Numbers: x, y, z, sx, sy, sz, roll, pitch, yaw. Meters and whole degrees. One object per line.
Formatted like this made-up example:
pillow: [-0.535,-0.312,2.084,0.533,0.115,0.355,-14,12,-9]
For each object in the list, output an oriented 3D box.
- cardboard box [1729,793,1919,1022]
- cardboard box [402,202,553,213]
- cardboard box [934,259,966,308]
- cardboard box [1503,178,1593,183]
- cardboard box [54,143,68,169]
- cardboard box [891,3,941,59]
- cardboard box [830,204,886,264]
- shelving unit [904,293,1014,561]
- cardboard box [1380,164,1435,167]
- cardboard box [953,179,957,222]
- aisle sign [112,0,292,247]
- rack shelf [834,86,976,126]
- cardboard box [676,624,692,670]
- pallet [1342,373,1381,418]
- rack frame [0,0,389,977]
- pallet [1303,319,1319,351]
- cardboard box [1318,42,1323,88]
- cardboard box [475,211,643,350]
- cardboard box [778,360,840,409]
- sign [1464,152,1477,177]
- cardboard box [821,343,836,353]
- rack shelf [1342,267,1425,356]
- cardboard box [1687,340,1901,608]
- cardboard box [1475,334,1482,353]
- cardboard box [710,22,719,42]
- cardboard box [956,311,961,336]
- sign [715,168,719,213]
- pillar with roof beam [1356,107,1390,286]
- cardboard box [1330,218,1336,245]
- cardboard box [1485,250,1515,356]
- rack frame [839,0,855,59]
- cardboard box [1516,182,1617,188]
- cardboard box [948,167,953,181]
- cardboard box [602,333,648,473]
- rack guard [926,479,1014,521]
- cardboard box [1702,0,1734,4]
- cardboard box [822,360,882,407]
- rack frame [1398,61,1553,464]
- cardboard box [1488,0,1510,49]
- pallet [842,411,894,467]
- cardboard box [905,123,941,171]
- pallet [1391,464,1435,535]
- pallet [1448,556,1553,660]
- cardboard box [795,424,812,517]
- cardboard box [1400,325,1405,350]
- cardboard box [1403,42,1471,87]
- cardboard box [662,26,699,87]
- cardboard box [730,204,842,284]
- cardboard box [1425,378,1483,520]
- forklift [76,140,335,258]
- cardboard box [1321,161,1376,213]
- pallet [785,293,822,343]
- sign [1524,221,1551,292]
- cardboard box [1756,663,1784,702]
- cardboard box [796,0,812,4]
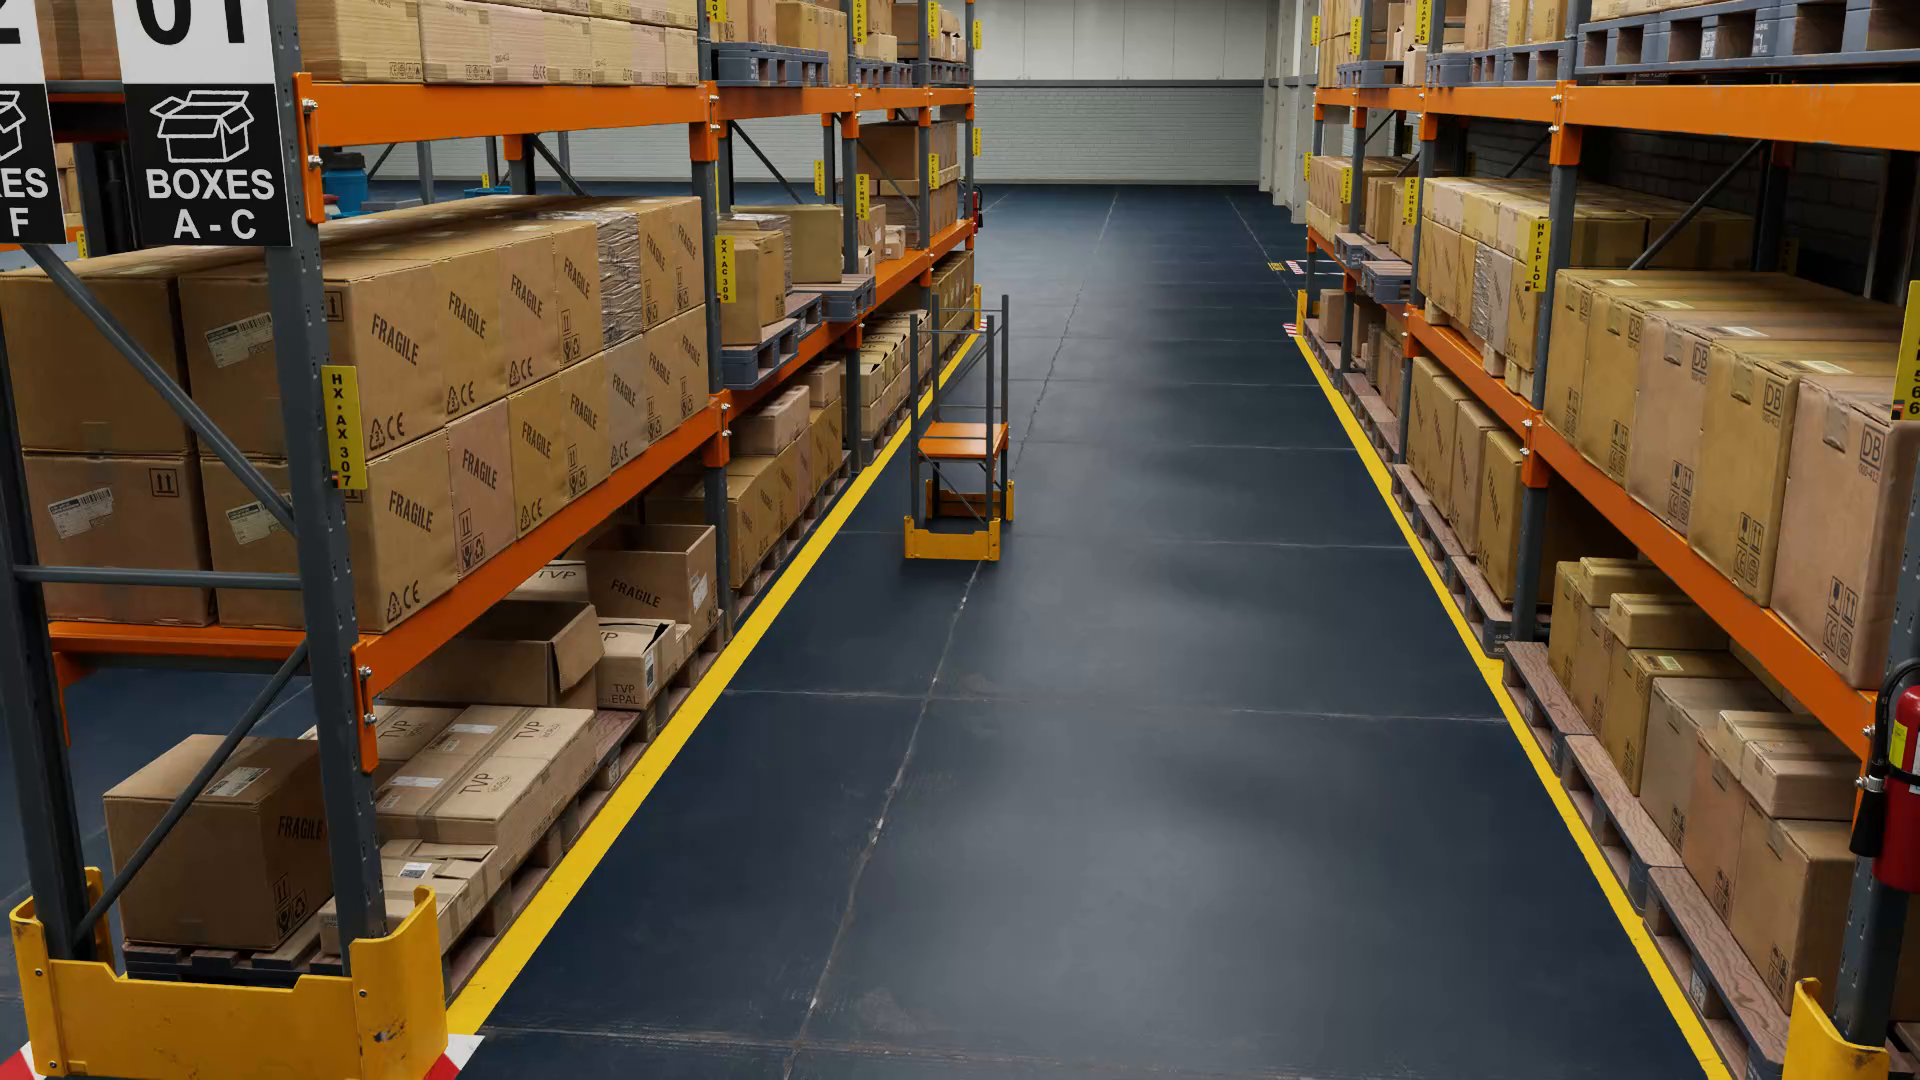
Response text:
cardboard box: [2.754,1.075,4.925,0.700,0.500,0.500,2,15,6]
cardboard box: [-2.087,-1.210,7.285,0.500,0.500,0.500,1,15,5]
cardboard box: [-0.206,-2.869,18.553,0.500,0.500,0.500,2,15,6]
cardboard box: [3.884,-2.258,11.029,0.500,0.250,0.500,2,15,8]
cardboard box: [-10.221,-4.338,18.281,0.500,0.500,0.500,2,15,6]
cardboard box: [-0.475,-4.891,15.994,0.500,0.500,0.500,3,15,11]
cardboard box: [-0.956,-2.715,14.765,0.500,0.500,0.500,3,15,10]
shelving unit: [0.009,-0.744,10.539,0.587,1.500,1.083,2,15,6]
cardboard box: [4.513,-3.535,16.802,0.500,0.500,0.500,2,15,8]
cardboard box: [-0.408,-3.967,19.395,0.700,0.500,0.500,2,15,6]
aisle sign: [-1.864,-1.118,4.071,0.394,0.787,0.004,2,15,6]
rack shelf: [-0.568,-4.621,17.638,1.077,0.370,4.000,2,15,6]
cardboard box: [-1.462,0.492,7.715,0.380,0.149,0.250,2,15,6]
pallet: [4.042,-1.309,15.099,1.003,0.211,1.213,2,15,6]
rack frame: [-2.148,0.110,4.508,1.000,3.000,0.127,2,15,6]
pallet: [4.444,-2.319,18.834,1.003,0.211,1.213,2,15,6]
cardboard box: [4.294,-5.321,18.618,0.500,0.500,0.500,2,15,8]
cardboard box: [-1.609,-1.056,6.713,0.500,0.500,0.500,2,15,7]
cardboard box: [-1.120,-1.068,11.375,0.500,0.250,0.500,2,15,8]
sign: [4.680,-3.401,15.274,0.100,0.325,0.005,2,15,6]
cardboard box: [-1.319,-1.520,13.924,0.500,0.311,0.500,2,15,6]
rack shelf: [3.903,-1.991,13.657,1.077,0.370,4.000,2,15,6]
cardboard box: [2.893,-0.211,5.122,0.980,0.700,0.700,2,15,6]
cardboard box: [3.211,-1.163,9.661,0.380,0.149,0.250,2,15,8]
cardboard box: [-1.567,-2.803,8.347,0.600,0.600,0.600,0,15,1]
cardboard box: [-0.267,-2.378,18.172,0.500,0.250,0.500,2,15,6]
sign: [-1.797,-2.539,12.087,0.100,0.325,0.005,2,15,6]
pillar with roof beam: [1.760,-8.266,23.994,9.100,9.000,0.400,2,15,6]
cardboard box: [3.945,-3.055,16.463,0.500,0.250,0.500,2,15,7]
cardboard box: [3.075,-1.244,8.715,0.500,0.500,0.500,2,15,7]
rack frame: [-1.245,-4.861,11.398,1.000,3.000,0.127,2,15,6]
cardboard box: [3.822,-2.124,10.533,0.500,0.250,0.500,1,15,4]
cardboard box: [-0.284,-4.097,18.632,0.380,0.149,0.250,2,15,7]
cardboard box: [-1.611,-0.571,6.836,0.500,0.500,0.500,2,15,8]
rack guard: [0.065,-0.270,11.180,0.587,0.250,0.087,2,15,6]
cardboard box: [2.705,-1.839,5.262,0.500,0.250,0.500,1,15,5]
cardboard box: [-0.894,-1.238,12.882,0.500,0.311,0.500,2,15,8]
rack frame: [3.677,-1.820,11.645,1.000,3.000,0.127,2,15,6]
cardboard box: [3.672,-3.262,10.198,0.700,0.500,0.500,1,15,3]
pallet: [-1.114,-0.831,13.330,1.003,0.211,1.213,2,15,6]
cardboard box: [-0.580,-4.182,17.706,0.700,0.500,0.500,2,15,6]
pallet: [3.513,-0.271,11.261,1.003,0.211,1.213,2,15,6]
pallet: [3.238,0.362,8.921,1.003,0.211,1.213,2,15,6]
cardboard box: [-1.229,-0.450,10.527,0.500,0.500,0.500,1,15,4]
cardboard box: [3.886,-1.655,13.546,0.500,0.250,0.500,2,15,6]
cardboard box: [3.490,-3.429,11.983,0.500,0.311,0.500,2,15,6]
cardboard box: [-1.487,-2.169,7.477,0.500,0.250,0.500,2,15,6]
cardboard box: [-1.204,-2.049,11.497,0.700,0.500,0.500,-3,16,-13]
cardboard box: [3.359,-0.571,10.340,0.750,0.750,0.750,2,15,6]
forklift: [-4.131,-1.185,9.430,1.130,2.935,3.031,-1,15,-4]
cardboard box: [4.051,-3.683,17.348,0.500,0.500,0.500,2,15,8]
pallet: [-1.460,-1.367,10.340,1.003,0.211,1.213,2,15,6]
sign: [2.685,-1.316,7.717,0.100,0.325,0.005,2,15,6]
cardboard box: [3.080,0.471,5.915,0.380,0.149,0.250,2,15,7]
cardboard box: [-1.301,-3.831,11.228,0.500,0.500,0.500,2,15,6]
